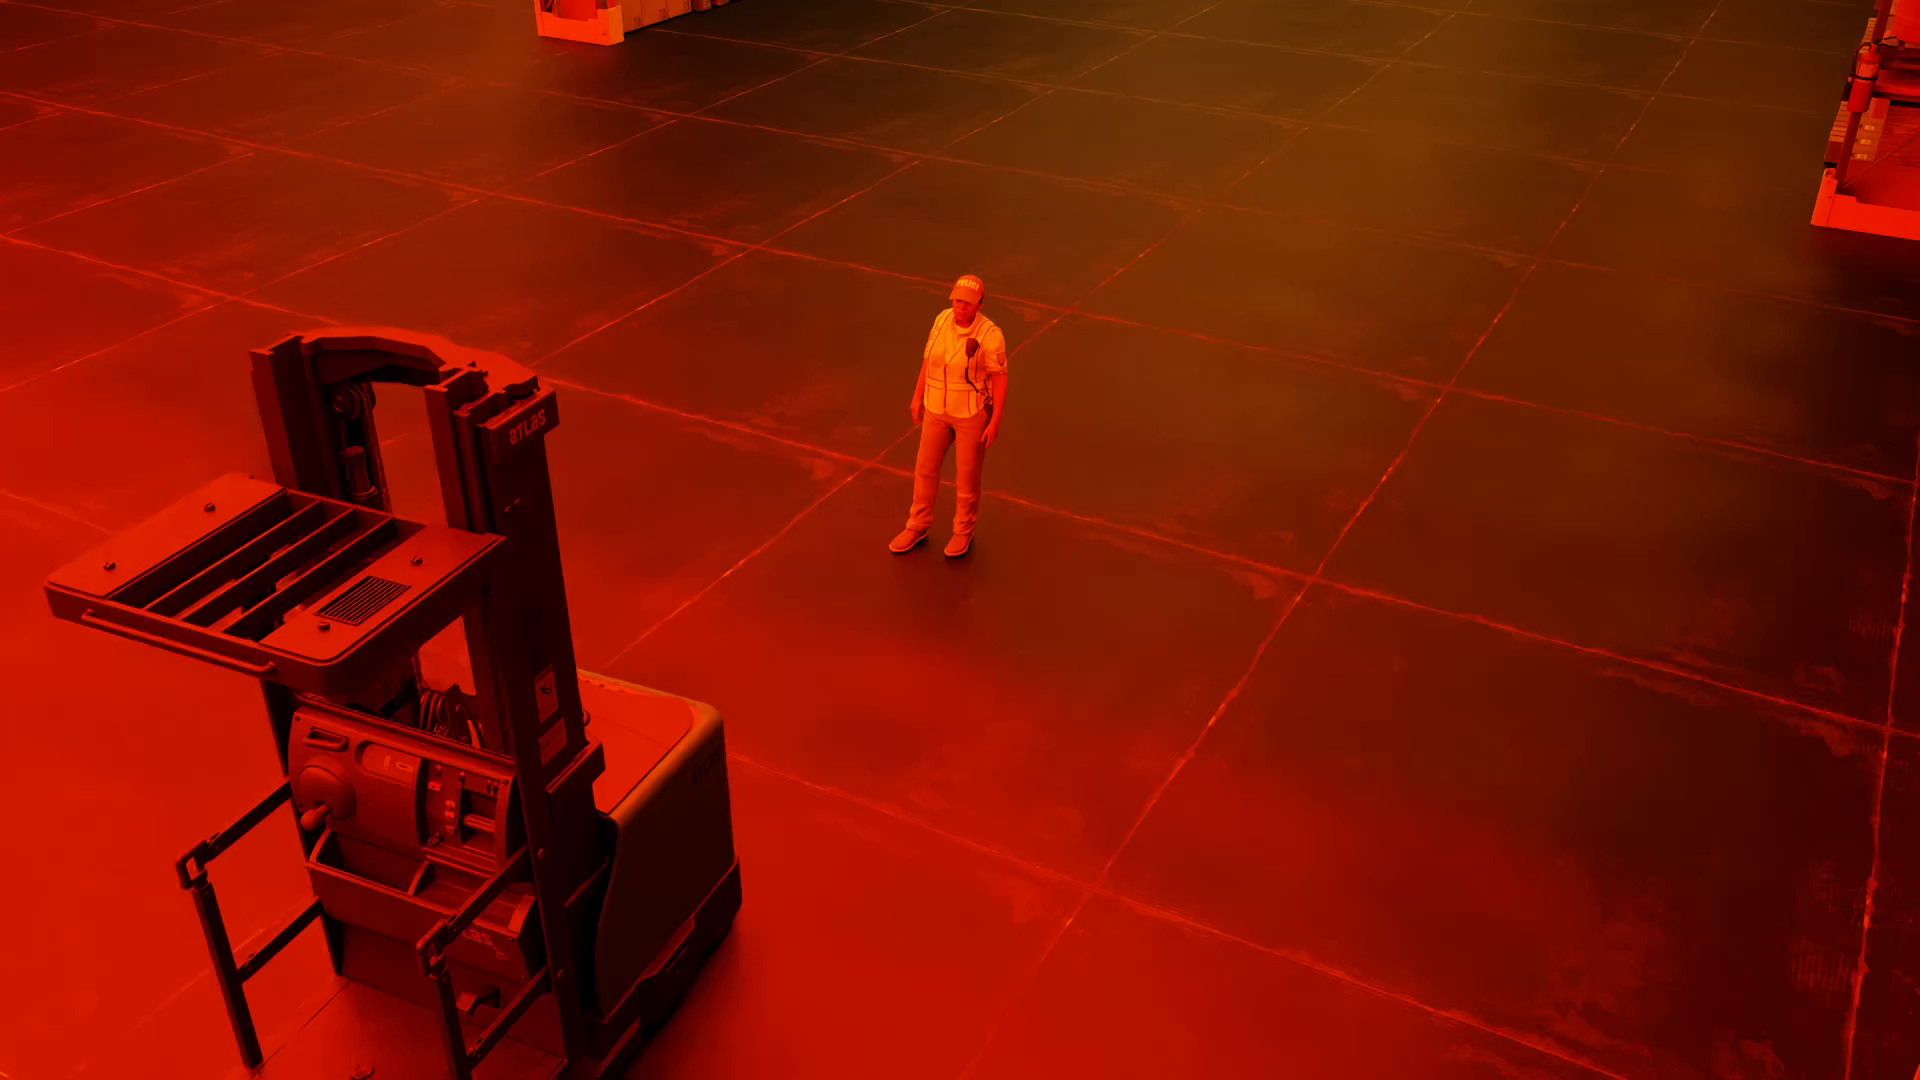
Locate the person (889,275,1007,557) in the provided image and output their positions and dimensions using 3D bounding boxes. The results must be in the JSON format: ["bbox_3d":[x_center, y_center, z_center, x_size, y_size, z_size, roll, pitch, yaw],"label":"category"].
[{"bbox_3d":[-0.057,-0.700,9.534,0.598,1.670,0.529,15,33,25],"label":"person"}]

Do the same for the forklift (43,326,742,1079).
[{"bbox_3d":[-1.993,0.910,5.494,1.130,2.935,3.031,12,32,20],"label":"forklift"}]
